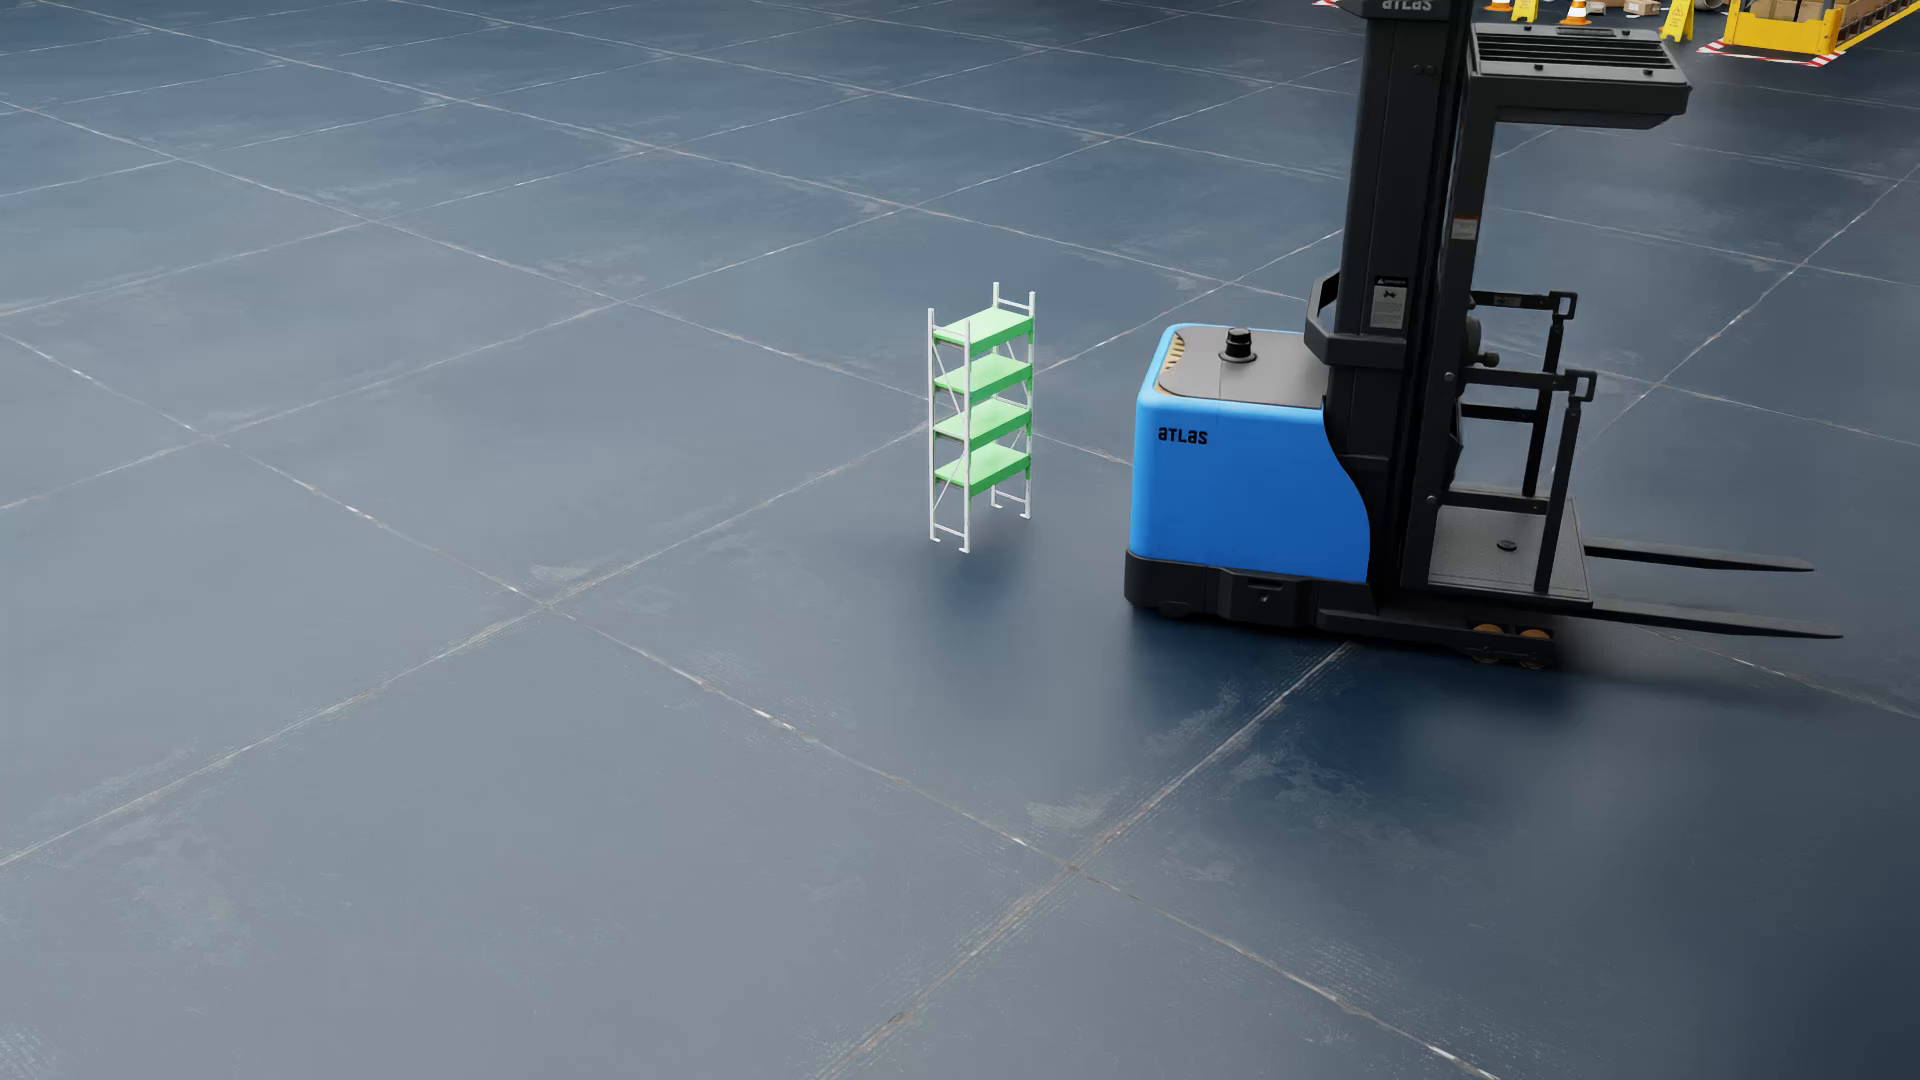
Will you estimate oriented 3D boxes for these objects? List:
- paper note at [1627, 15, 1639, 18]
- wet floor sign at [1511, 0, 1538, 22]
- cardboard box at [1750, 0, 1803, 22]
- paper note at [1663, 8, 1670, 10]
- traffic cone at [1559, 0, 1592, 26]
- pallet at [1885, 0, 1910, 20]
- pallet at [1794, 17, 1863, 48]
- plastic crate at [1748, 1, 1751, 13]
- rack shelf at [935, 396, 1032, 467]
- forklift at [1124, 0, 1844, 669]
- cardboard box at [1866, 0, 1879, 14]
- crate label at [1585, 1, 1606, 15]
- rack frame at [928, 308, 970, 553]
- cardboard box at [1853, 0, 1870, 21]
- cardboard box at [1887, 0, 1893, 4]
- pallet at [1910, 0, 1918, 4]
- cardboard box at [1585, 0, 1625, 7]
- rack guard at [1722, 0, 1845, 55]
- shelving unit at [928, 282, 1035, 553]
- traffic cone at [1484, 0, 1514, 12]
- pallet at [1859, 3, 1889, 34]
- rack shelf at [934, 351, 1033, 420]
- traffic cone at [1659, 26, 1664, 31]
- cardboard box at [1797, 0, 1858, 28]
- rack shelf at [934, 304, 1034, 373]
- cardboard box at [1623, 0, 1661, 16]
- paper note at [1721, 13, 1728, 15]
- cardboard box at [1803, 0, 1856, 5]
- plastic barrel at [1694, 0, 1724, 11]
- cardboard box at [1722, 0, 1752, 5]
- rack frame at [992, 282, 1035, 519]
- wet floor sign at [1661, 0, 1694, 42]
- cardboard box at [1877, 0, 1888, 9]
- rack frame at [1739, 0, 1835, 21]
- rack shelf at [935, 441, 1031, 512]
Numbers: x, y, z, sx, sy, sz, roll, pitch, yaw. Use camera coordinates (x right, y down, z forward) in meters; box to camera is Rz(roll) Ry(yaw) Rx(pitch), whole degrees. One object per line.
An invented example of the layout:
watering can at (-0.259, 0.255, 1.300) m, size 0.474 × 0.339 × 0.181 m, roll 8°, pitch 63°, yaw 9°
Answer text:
paper note at (8.514, -6.629, 21.030) m, size 0.148 × 0.019 × 0.142 m, roll 9°, pitch 29°, yaw 17°
wet floor sign at (7.075, -6.807, 20.705) m, size 0.267 × 0.644 × 0.232 m, roll 15°, pitch 31°, yaw 26°
cardboard box at (9.771, -6.369, 19.833) m, size 0.500 × 0.250 × 0.500 m, roll 21°, pitch 34°, yaw 34°
paper note at (9.170, -6.881, 21.530) m, size 0.142 × 0.019 × 0.148 m, roll -15°, pitch 31°, yaw -27°
traffic cone at (7.654, -6.637, 20.576) m, size 0.336 × 0.463 × 0.334 m, roll 21°, pitch 34°, yaw 34°
pallet at (11.593, -6.962, 21.477) m, size 1.003 × 0.211 × 1.213 m, roll 21°, pitch 34°, yaw 34°
pallet at (10.041, -6.097, 19.805) m, size 1.003 × 0.211 × 1.213 m, roll 21°, pitch 34°, yaw 34°
plastic crate at (10.362, -6.835, 21.375) m, size 0.402 × 0.080 × 0.583 m, roll 9°, pitch 29°, yaw 17°
rack shelf at (0.105, -0.535, 8.117) m, size 0.258 × 0.148 × 0.480 m, roll 21°, pitch 34°, yaw 34°
forklift at (2.324, -1.016, 7.024) m, size 3.031 × 2.935 × 1.130 m, roll 7°, pitch 28°, yaw 12°
cardboard box at (10.843, -6.577, 20.234) m, size 0.500 × 0.250 × 0.500 m, roll 24°, pitch 35°, yaw 38°
crate label at (8.106, -6.789, 21.225) m, size 0.250 × 0.136 × 0.298 m, roll 4°, pitch 28°, yaw 8°
rack frame at (-0.050, -0.505, 7.921) m, size 0.240 × 1.200 × 0.015 m, roll 21°, pitch 34°, yaw 34°
cardboard box at (10.506, -6.380, 19.853) m, size 0.500 × 0.250 × 0.500 m, roll 22°, pitch 35°, yaw 36°
cardboard box at (11.494, -6.934, 20.925) m, size 0.500 × 0.250 × 0.500 m, roll 20°, pitch 33°, yaw 33°
pallet at (12.487, -7.487, 22.492) m, size 1.003 × 0.211 × 1.213 m, roll 21°, pitch 34°, yaw 34°
cardboard box at (8.613, -7.284, 21.783) m, size 0.797 × 0.503 × 0.637 m, roll 0°, pitch 27°, yaw 0°
rack guard at (9.497, -5.947, 19.202) m, size 1.175 × 0.500 × 0.348 m, roll 21°, pitch 34°, yaw 34°
shelving unit at (0.105, -0.592, 8.088) m, size 0.258 × 1.200 × 0.503 m, roll 21°, pitch 34°, yaw 34°
traffic cone at (6.999, -7.088, 21.447) m, size 0.336 × 0.463 × 0.334 m, roll 21°, pitch 34°, yaw 34°
pallet at (10.818, -6.527, 20.638) m, size 1.003 × 0.211 × 1.213 m, roll 21°, pitch 34°, yaw 34°
rack shelf at (0.105, -0.748, 8.007) m, size 0.258 × 0.148 × 0.480 m, roll 21°, pitch 34°, yaw 34°
traffic cone at (8.727, -6.433, 20.182) m, size 0.336 × 0.463 × 0.334 m, roll 21°, pitch 34°, yaw 34°
cardboard box at (10.175, -6.201, 19.508) m, size 0.500 × 0.250 × 0.500 m, roll 20°, pitch 34°, yaw 34°
rack shelf at (0.105, -0.961, 7.897) m, size 0.258 × 0.148 × 0.480 m, roll 21°, pitch 34°, yaw 34°
cardboard box at (8.724, -6.819, 21.270) m, size 0.250 × 0.149 × 0.380 m, roll -10°, pitch 29°, yaw -18°
paper note at (9.789, -6.721, 21.208) m, size 0.142 × 0.019 × 0.148 m, roll 9°, pitch 29°, yaw 17°
cardboard box at (10.190, -6.543, 19.352) m, size 0.500 × 0.500 × 0.500 m, roll 19°, pitch 33°, yaw 33°
plastic barrel at (9.595, -7.061, 21.438) m, size 0.421 × 0.421 × 0.512 m, roll -5°, pitch 28°, yaw -9°
cardboard box at (10.262, -7.357, 21.925) m, size 0.500 × 0.500 × 0.500 m, roll -5°, pitch 28°, yaw -9°
rack frame at (0.261, -0.678, 8.255) m, size 0.240 × 1.200 × 0.015 m, roll 21°, pitch 34°, yaw 34°
wet floor sign at (8.502, -6.230, 19.591) m, size 0.232 × 0.644 × 0.267 m, roll -15°, pitch 31°, yaw -27°
cardboard box at (11.167, -6.755, 20.579) m, size 0.500 × 0.250 × 0.500 m, roll 21°, pitch 34°, yaw 35°
rack frame at (9.449, -7.030, 18.576) m, size 1.000 × 3.000 × 0.127 m, roll 21°, pitch 34°, yaw 34°
rack shelf at (0.105, -0.322, 8.227) m, size 0.258 × 0.148 × 0.480 m, roll 21°, pitch 34°, yaw 34°
